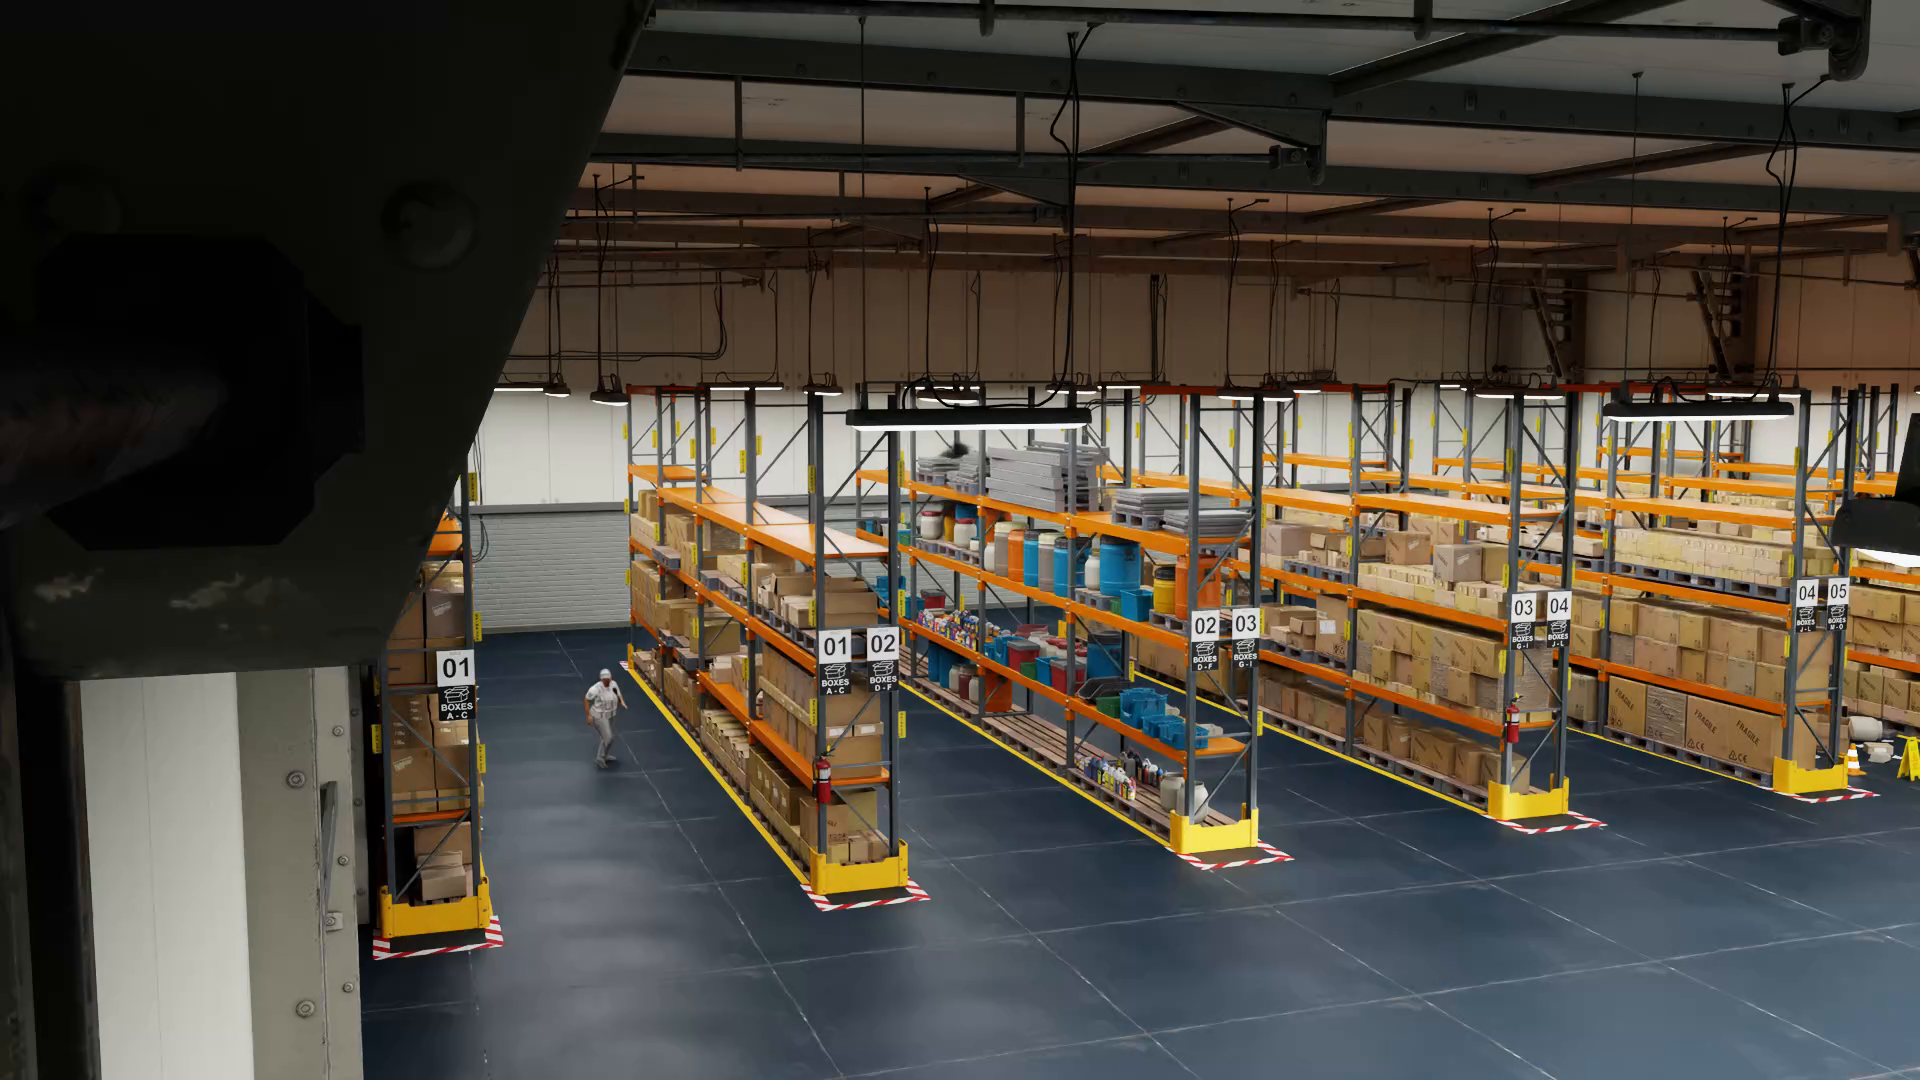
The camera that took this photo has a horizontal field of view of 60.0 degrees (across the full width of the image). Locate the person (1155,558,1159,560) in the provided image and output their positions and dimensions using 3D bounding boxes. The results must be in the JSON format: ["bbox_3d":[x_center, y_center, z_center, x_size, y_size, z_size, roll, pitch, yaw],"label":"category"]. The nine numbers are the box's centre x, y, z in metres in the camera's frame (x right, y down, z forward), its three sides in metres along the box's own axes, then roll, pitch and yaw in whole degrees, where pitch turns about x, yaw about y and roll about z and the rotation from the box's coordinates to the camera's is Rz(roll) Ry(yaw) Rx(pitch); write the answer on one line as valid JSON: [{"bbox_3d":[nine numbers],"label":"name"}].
[{"bbox_3d":[4.825,1.234,41.655,0.614,1.611,0.681,-1,6,-13],"label":"person"}]

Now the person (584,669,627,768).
[{"bbox_3d":[-5.620,2.840,26.555,0.782,1.636,0.628,3,7,29],"label":"person"}]
